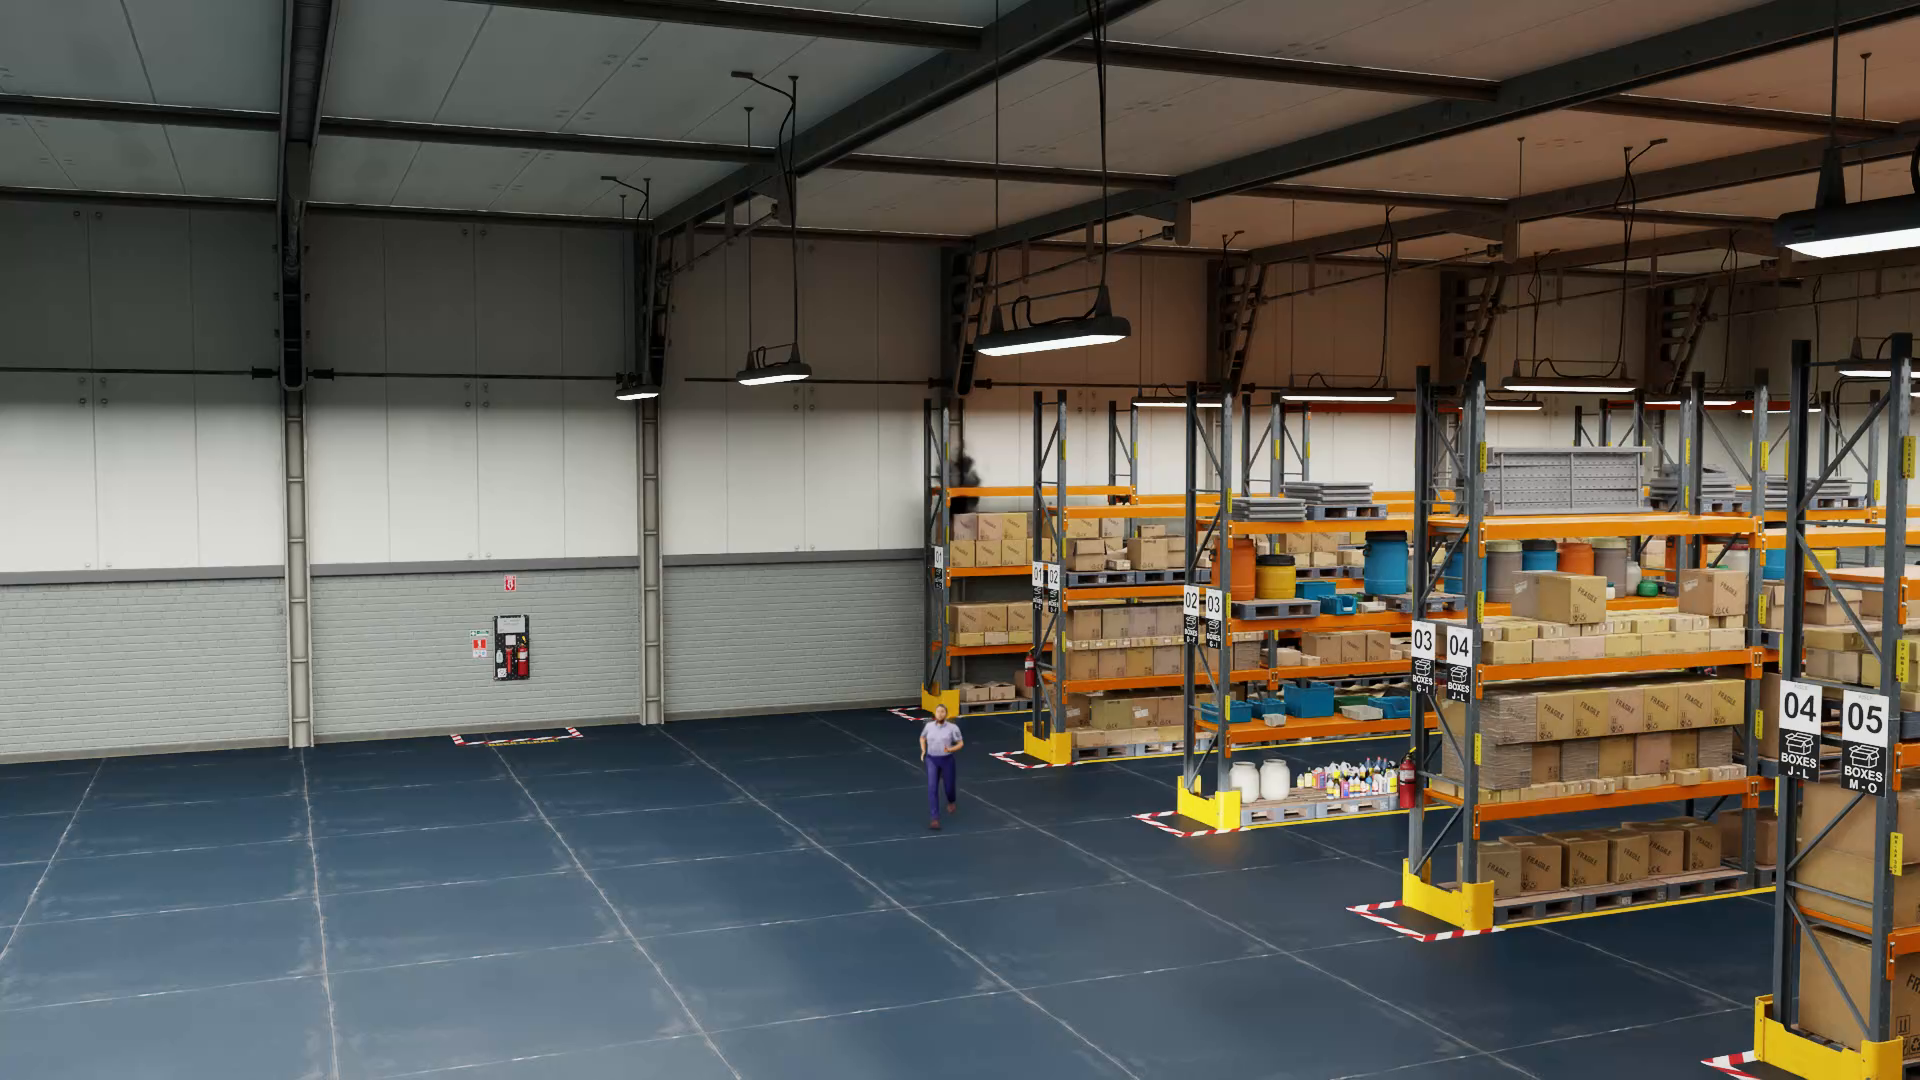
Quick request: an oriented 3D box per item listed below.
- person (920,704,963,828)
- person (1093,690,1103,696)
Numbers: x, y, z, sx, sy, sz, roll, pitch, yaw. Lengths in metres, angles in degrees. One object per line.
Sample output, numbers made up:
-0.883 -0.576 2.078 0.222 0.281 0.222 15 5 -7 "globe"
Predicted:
-0.260 3.028 22.523 0.621 1.616 0.842 0 3 7 "person"
2.548 2.549 29.514 0.770 1.864 0.680 -2 4 -26 "person"
